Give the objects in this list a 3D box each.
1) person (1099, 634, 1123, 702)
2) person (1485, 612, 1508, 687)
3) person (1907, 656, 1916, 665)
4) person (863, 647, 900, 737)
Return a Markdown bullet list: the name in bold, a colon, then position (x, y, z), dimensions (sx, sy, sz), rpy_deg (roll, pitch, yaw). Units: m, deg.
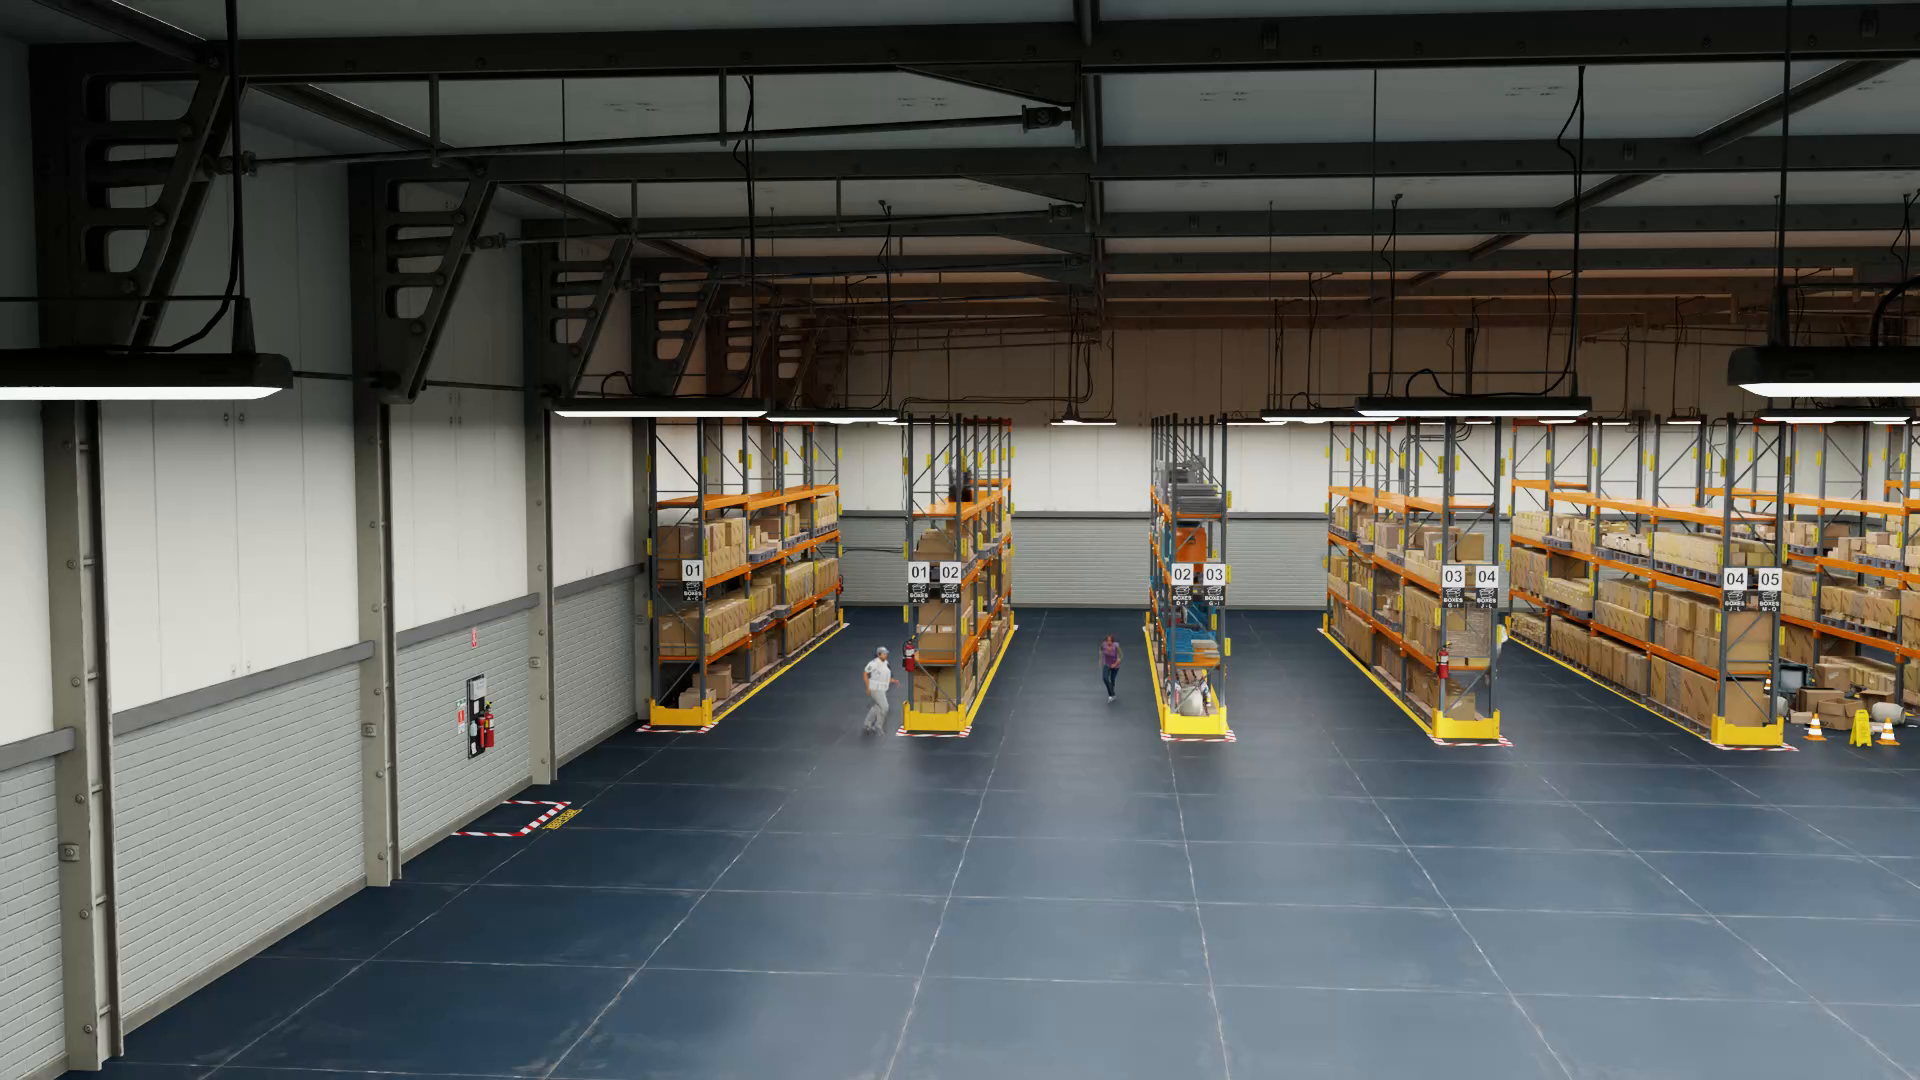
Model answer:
- **person**: position (3.213, 2.661, 35.076), dimensions (0.527, 1.451, 0.980), rpy_deg (1, 4, 14)
- **person**: position (11.780, 2.409, 36.656), dimensions (0.571, 1.677, 0.646), rpy_deg (0, 4, -2)
- **person**: position (22.962, 2.299, 40.022), dimensions (0.580, 1.491, 0.839), rpy_deg (-2, 4, -27)
- **person**: position (-1.515, 2.832, 31.026), dimensions (0.807, 1.700, 0.509), rpy_deg (2, 4, 29)
